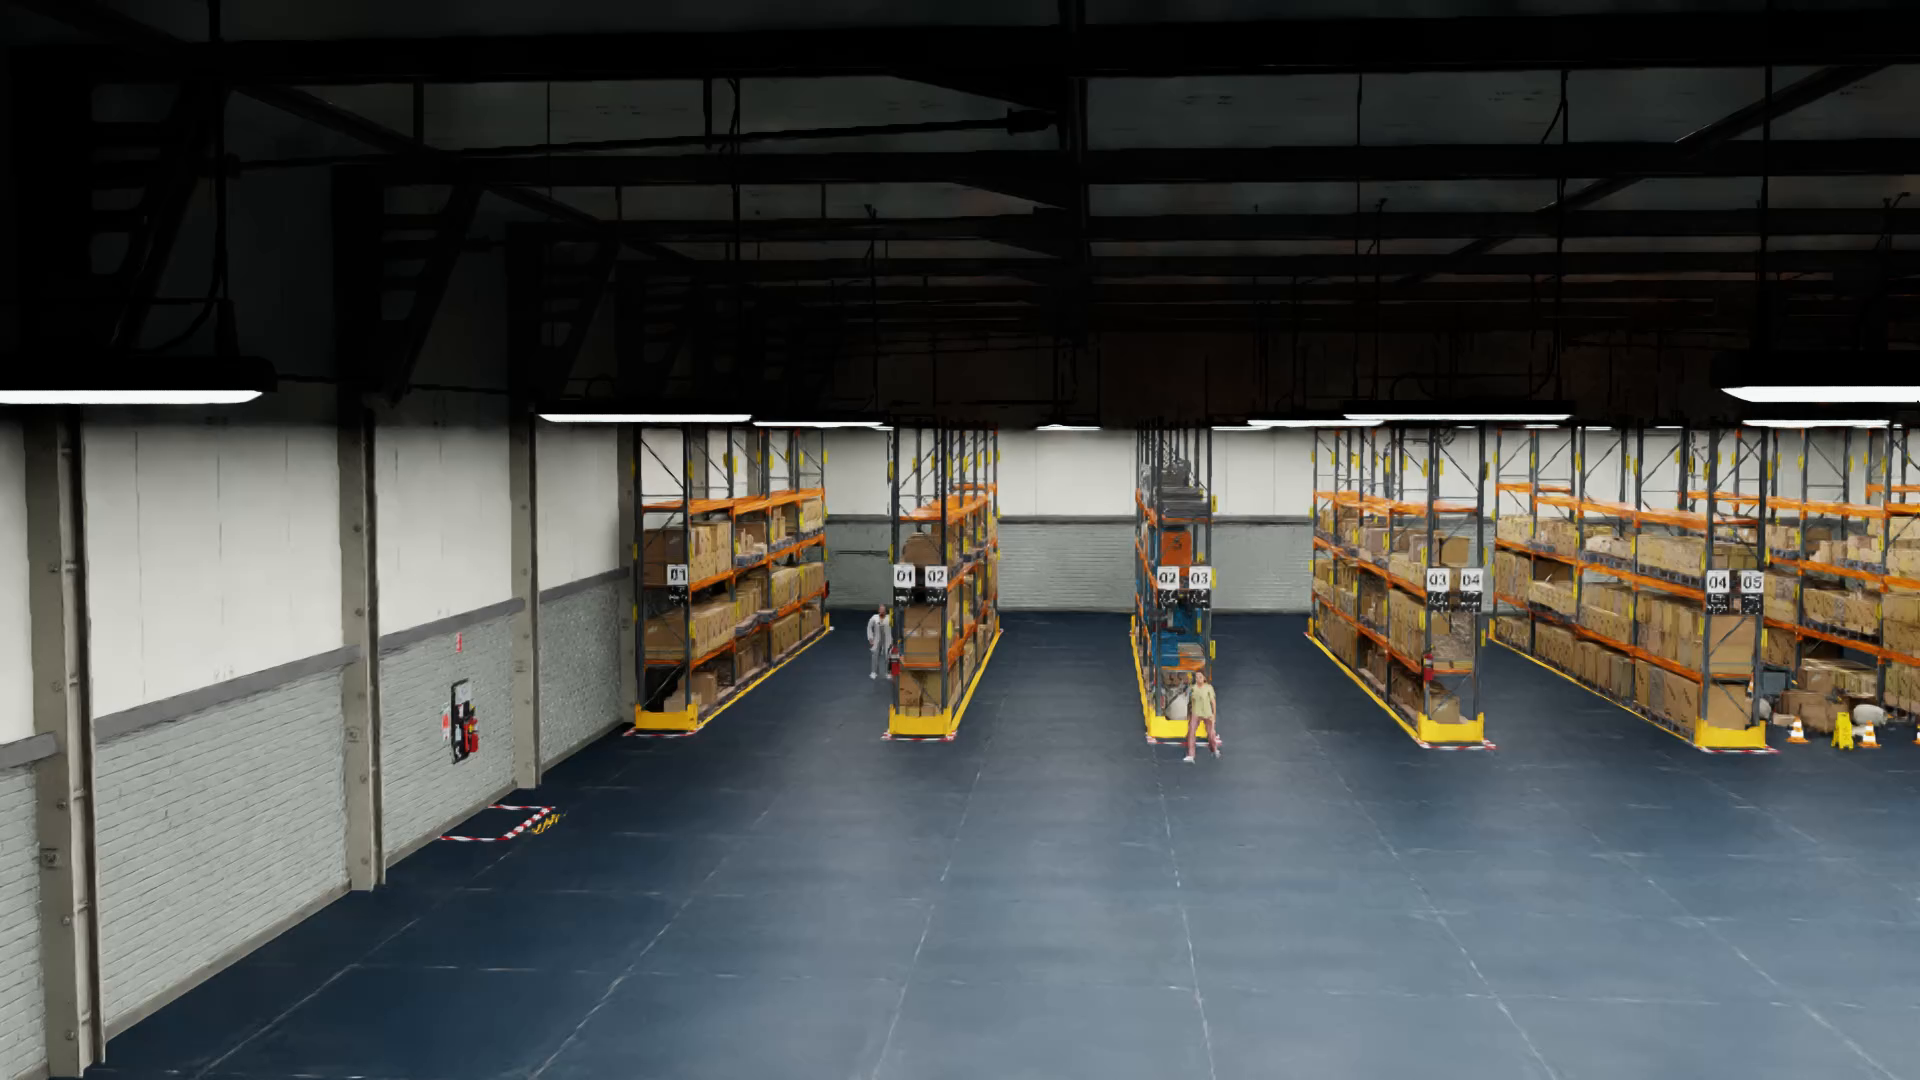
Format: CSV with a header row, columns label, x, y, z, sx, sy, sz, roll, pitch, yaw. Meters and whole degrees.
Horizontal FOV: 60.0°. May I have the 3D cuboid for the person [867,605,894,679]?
label,x,y,z,sx,sy,sz,roll,pitch,yaw
person,-1.799,2.349,38.496,0.729,1.733,0.546,0,4,3

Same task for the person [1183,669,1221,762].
label,x,y,z,sx,sy,sz,roll,pitch,yaw
person,4.226,3.028,28.919,0.488,1.611,0.957,2,4,26
